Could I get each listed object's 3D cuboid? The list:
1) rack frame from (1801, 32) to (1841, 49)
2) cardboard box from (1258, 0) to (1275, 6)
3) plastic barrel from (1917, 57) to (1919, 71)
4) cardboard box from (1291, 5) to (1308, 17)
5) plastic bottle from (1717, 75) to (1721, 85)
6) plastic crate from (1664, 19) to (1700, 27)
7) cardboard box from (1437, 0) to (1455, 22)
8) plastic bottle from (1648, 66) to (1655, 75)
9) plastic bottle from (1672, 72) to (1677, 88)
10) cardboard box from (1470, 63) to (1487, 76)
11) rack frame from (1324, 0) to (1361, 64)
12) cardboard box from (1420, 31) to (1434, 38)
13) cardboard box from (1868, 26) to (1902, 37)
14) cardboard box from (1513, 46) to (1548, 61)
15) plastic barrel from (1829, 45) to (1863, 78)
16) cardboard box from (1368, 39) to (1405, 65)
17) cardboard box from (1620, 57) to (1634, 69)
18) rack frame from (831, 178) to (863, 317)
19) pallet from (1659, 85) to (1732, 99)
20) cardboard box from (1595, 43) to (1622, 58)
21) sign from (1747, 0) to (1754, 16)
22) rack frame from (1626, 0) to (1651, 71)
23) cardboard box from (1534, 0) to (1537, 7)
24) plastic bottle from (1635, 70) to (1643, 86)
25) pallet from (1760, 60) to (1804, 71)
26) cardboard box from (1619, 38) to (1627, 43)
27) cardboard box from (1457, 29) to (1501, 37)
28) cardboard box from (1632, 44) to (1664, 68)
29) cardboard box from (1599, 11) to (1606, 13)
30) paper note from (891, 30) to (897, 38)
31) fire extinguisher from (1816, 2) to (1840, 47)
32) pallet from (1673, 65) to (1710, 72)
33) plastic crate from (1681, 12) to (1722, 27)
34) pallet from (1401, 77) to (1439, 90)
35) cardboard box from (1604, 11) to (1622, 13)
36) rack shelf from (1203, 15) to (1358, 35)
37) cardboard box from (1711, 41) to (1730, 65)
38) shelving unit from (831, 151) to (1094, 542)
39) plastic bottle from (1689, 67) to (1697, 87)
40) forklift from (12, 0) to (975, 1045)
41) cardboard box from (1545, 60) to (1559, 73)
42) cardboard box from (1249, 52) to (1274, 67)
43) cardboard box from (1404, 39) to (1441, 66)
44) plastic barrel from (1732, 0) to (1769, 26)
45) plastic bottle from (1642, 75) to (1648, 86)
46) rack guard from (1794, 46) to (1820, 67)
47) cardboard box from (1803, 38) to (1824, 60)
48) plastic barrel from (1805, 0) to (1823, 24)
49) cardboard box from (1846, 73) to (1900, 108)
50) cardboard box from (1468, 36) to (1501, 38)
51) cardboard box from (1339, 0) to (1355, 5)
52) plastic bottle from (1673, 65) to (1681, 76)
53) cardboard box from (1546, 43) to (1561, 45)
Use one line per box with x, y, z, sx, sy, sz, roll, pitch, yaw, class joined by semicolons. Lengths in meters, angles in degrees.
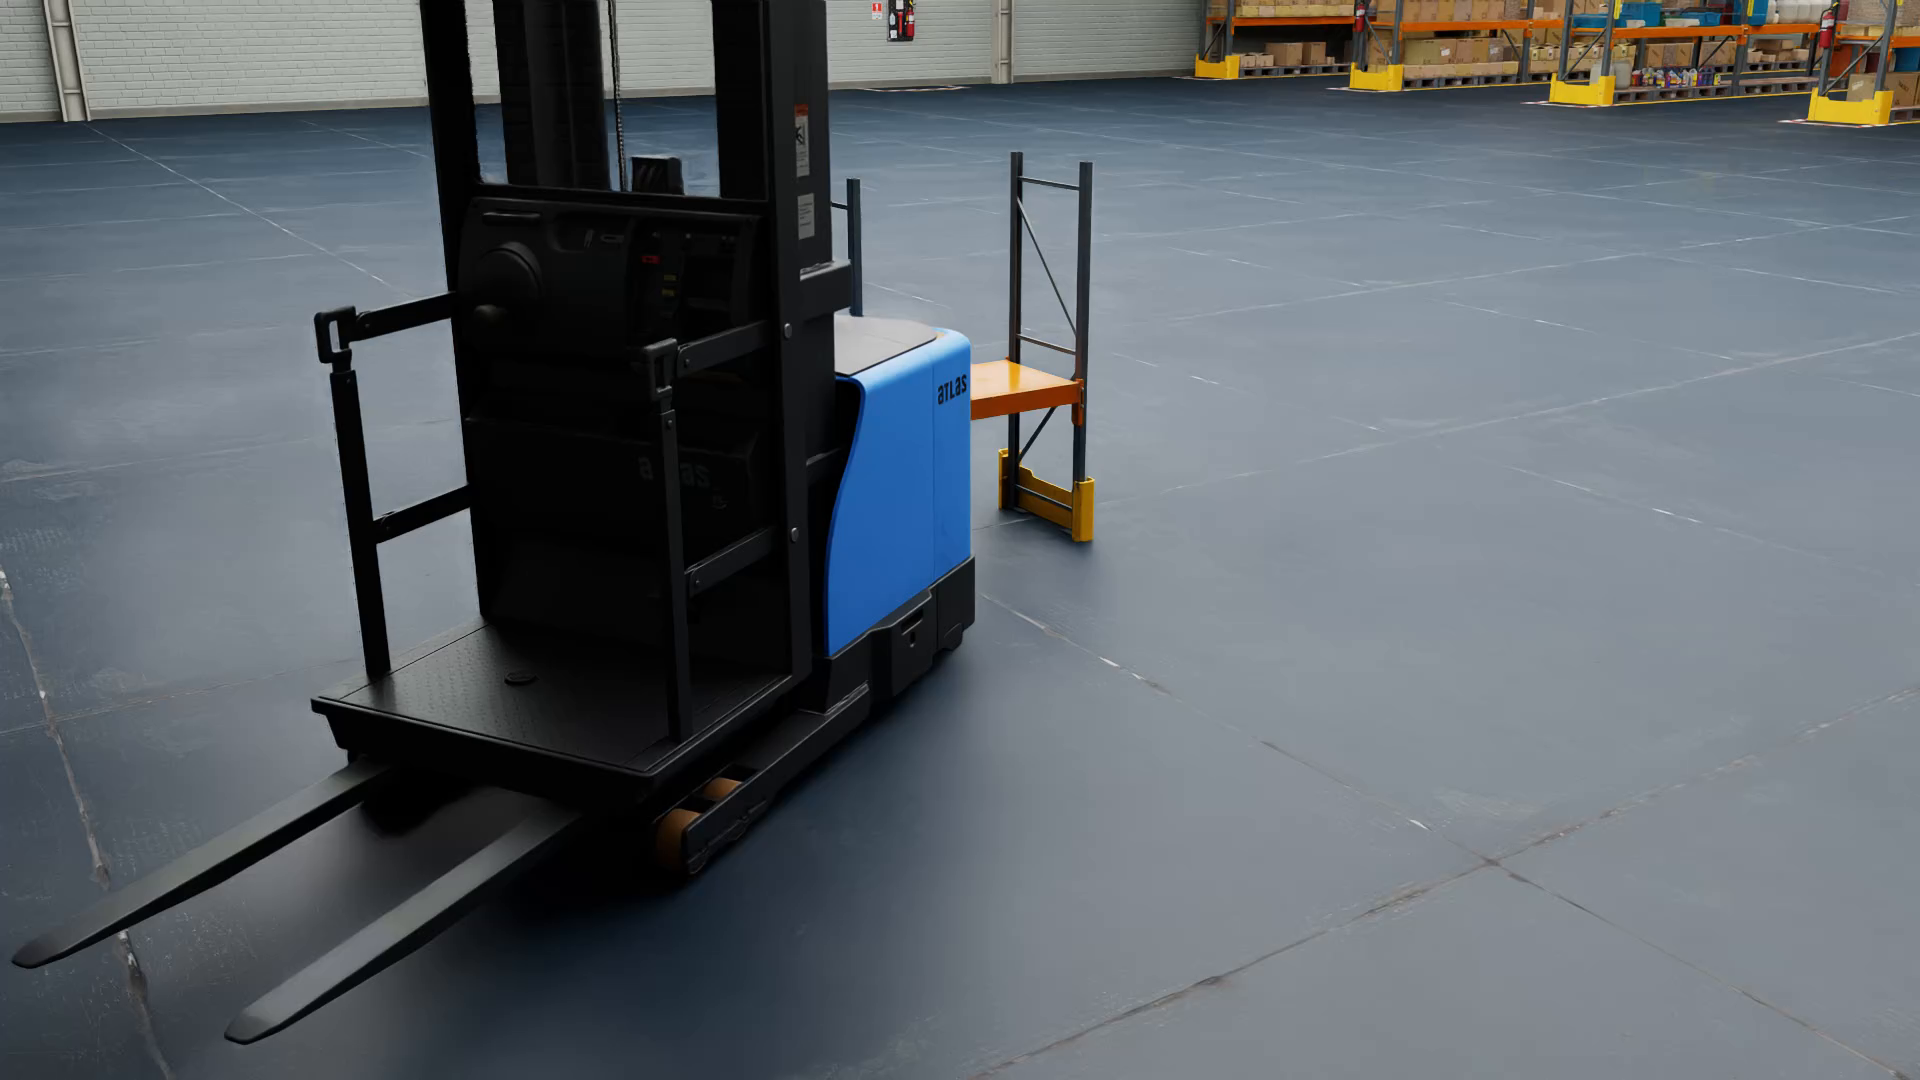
21.898;-13.495;41.978;0.127;3.000;1.000;-12;22;-31;rack frame
6.790;-12.383;37.720;0.500;0.500;0.500;-12;22;-31;cardboard box
20.815;-10.578;35.971;0.708;0.901;0.600;-12;22;-31;plastic barrel
7.668;-12.212;38.387;0.500;0.250;0.500;-12;22;-31;cardboard box
14.466;-8.791;31.747;0.097;0.201;0.097;0;19;0;plastic bottle
13.381;-9.577;30.800;0.437;0.136;0.530;-12;22;-31;plastic crate
9.786;-10.982;34.390;0.500;0.500;0.700;-12;22;-31;cardboard box
13.182;-8.870;31.746;0.185;0.351;0.144;-12;22;-32;plastic bottle
13.312;-8.581;31.016;0.097;0.271;0.097;0;19;0;plastic bottle
10.777;-9.960;35.159;0.500;0.250;0.500;-12;22;-31;cardboard box
9.149;-12.705;39.643;0.127;3.000;1.000;-12;22;-31;rack frame
11.406;-12.565;41.273;0.500;0.250;0.500;-11;22;-30;cardboard box
14.350;-7.893;25.802;0.250;0.149;0.380;-12;22;-31;cardboard box
12.359;-10.549;36.027;0.500;0.311;0.500;-12;22;-31;cardboard box
18.337;-10.022;34.437;0.708;0.830;0.600;-12;22;-31;plastic barrel
8.820;-10.102;34.409;0.500;0.500;0.500;-12;22;-31;cardboard box
14.912;-10.824;37.716;0.500;0.250;0.500;-11;22;-30;cardboard box
-0.496;-0.606;6.195;0.032;1.500;0.500;-12;22;-31;rack frame
14.014;-8.627;31.934;1.213;0.211;1.003;-12;22;-31;pallet
14.485;-10.996;37.349;0.500;0.311;0.500;-12;22;-32;cardboard box
14.891;-10.037;31.319;0.005;0.325;0.100;-12;22;-31;sign
15.217;-12.086;37.810;0.127;3.000;1.000;-12;22;-31;rack frame
14.738;-13.985;42.776;0.500;0.500;0.500;-12;22;-31;cardboard box
12.834;-8.722;31.414;0.133;0.283;0.061;-12;22;-31;plastic bottle
20.152;-11.806;41.337;1.213;0.211;1.003;-12;22;-31;pallet
17.804;-13.507;45.261;0.500;0.500;0.700;-13;22;-33;cardboard box
13.176;-12.685;42.283;0.750;0.750;0.750;-12;22;-32;cardboard box
15.754;-11.114;38.150;0.500;0.500;0.500;-11;22;-29;cardboard box
14.183;-11.727;37.141;0.250;0.149;0.380;-10;21;-27;cardboard box
-1.365;-10.444;34.328;0.142;0.148;0.016;-12;22;-31;paper note
13.632;-8.092;26.119;0.183;0.674;0.296;-12;22;-31;fire extinguisher
16.879;-11.099;39.247;1.213;0.211;1.003;-12;22;-31;pallet
13.823;-9.717;31.037;0.616;0.251;0.499;-12;22;-31;plastic crate
9.151;-9.501;34.520;1.213;0.211;1.003;-12;22;-31;pallet
14.618;-11.734;37.163;0.250;0.149;0.380;-12;22;-31;cardboard box
7.478;-12.012;38.716;4.000;0.370;1.077;-12;22;-31;rack shelf
17.886;-11.566;39.489;0.500;0.500;0.500;-12;22;-31;cardboard box
-0.064;-0.697;6.465;1.083;1.500;0.587;-12;22;-31;shelving unit
13.788;-8.728;31.326;0.185;0.351;0.144;-12;22;-32;plastic bottle
-1.032;-0.695;4.226;1.130;2.935;3.031;9;20;24;forklift
12.777;-10.372;36.378;0.500;0.250;0.500;-11;22;-30;cardboard box
6.912;-11.134;38.505;0.500;0.311;0.500;-10;21;-27;cardboard box
9.522;-10.052;34.260;0.500;0.500;0.500;-12;22;-31;cardboard box
15.087;-10.280;31.686;0.708;0.901;0.600;-12;22;-31;plastic barrel
12.975;-8.706;31.495;0.097;0.201;0.097;0;19;0;plastic bottle
21.835;-12.297;42.338;0.348;0.500;1.175;-12;22;-31;rack guard
21.580;-12.357;41.829;0.500;0.500;0.500;-12;22;-31;cardboard box
16.845;-10.500;32.946;0.421;0.512;0.421;0;19;0;plastic barrel
14.512;-7.146;26.447;0.500;0.500;0.500;-8;20;-21;cardboard box
11.317;-10.635;35.985;0.500;0.500;0.500;-12;22;-31;cardboard box
8.924;-12.833;39.053;0.500;0.500;0.500;-12;22;-32;cardboard box
13.774;-8.939;31.952;0.185;0.351;0.144;-12;22;-31;plastic bottle
13.328;-10.959;37.240;0.500;0.311;0.500;-12;22;-32;cardboard box
